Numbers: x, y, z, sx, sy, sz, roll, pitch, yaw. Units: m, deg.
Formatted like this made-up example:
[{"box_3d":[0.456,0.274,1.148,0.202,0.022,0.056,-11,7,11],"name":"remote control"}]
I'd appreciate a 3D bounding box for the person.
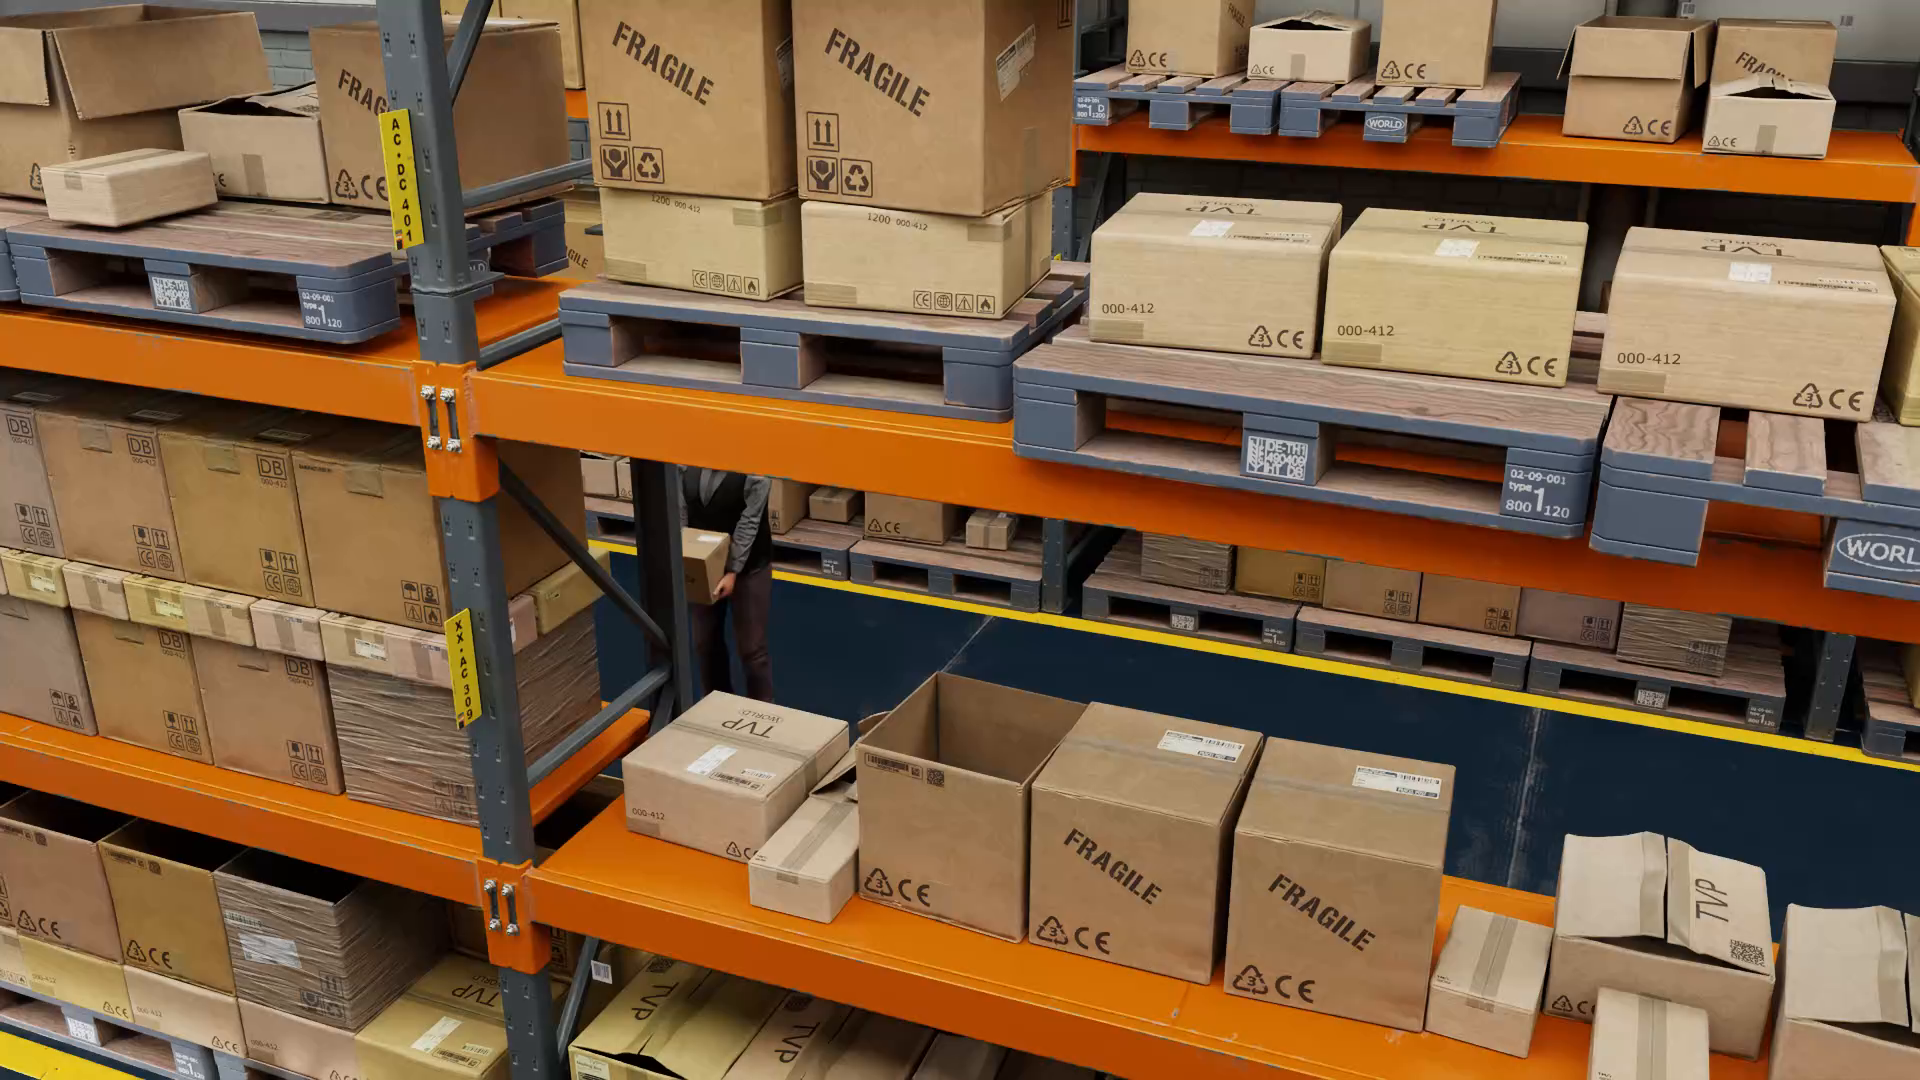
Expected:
[{"box_3d":[-1.101,0.127,8.035,0.561,1.724,0.419,8,23,19],"name":"person"}]
